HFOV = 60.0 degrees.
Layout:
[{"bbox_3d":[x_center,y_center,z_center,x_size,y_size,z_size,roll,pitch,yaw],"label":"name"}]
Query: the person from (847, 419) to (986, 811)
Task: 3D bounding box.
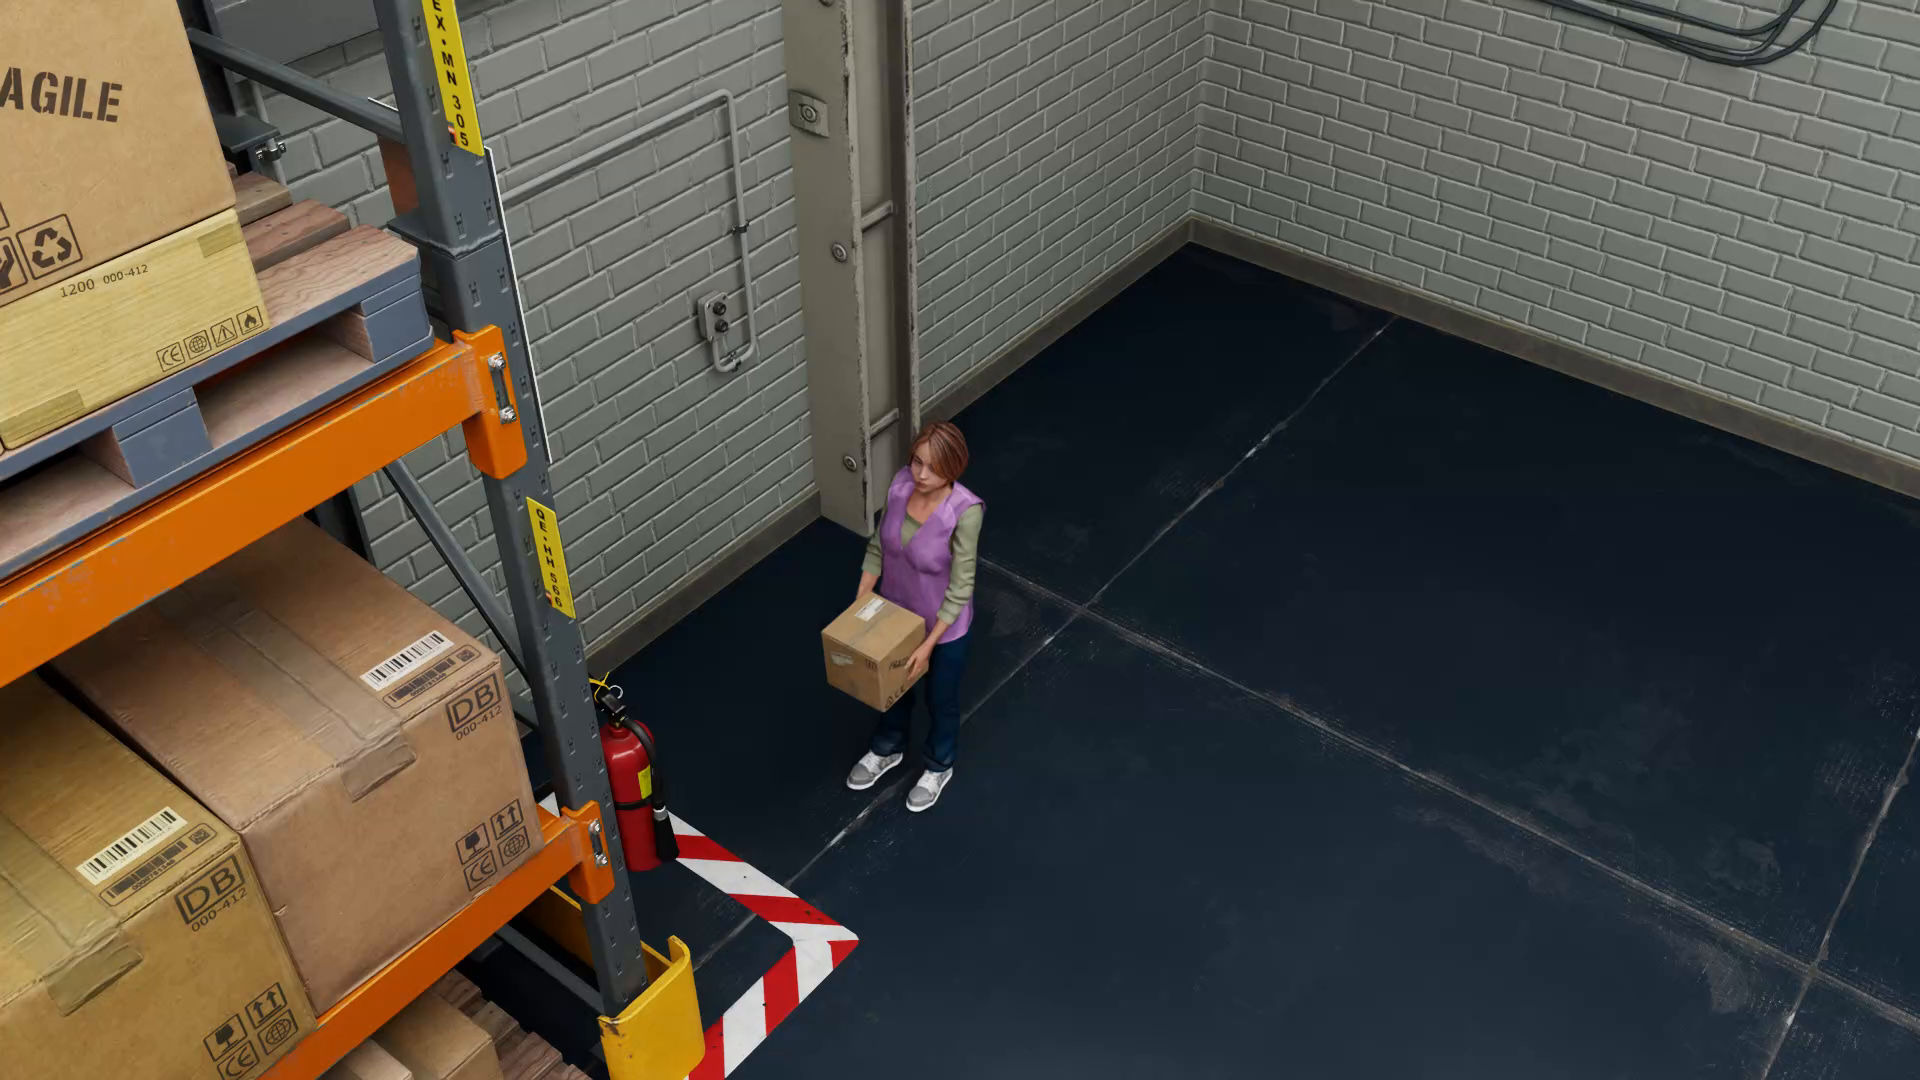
[{"bbox_3d":[-0.156,0.297,5.795,0.452,1.602,0.431,24,45,27],"label":"person"}]
